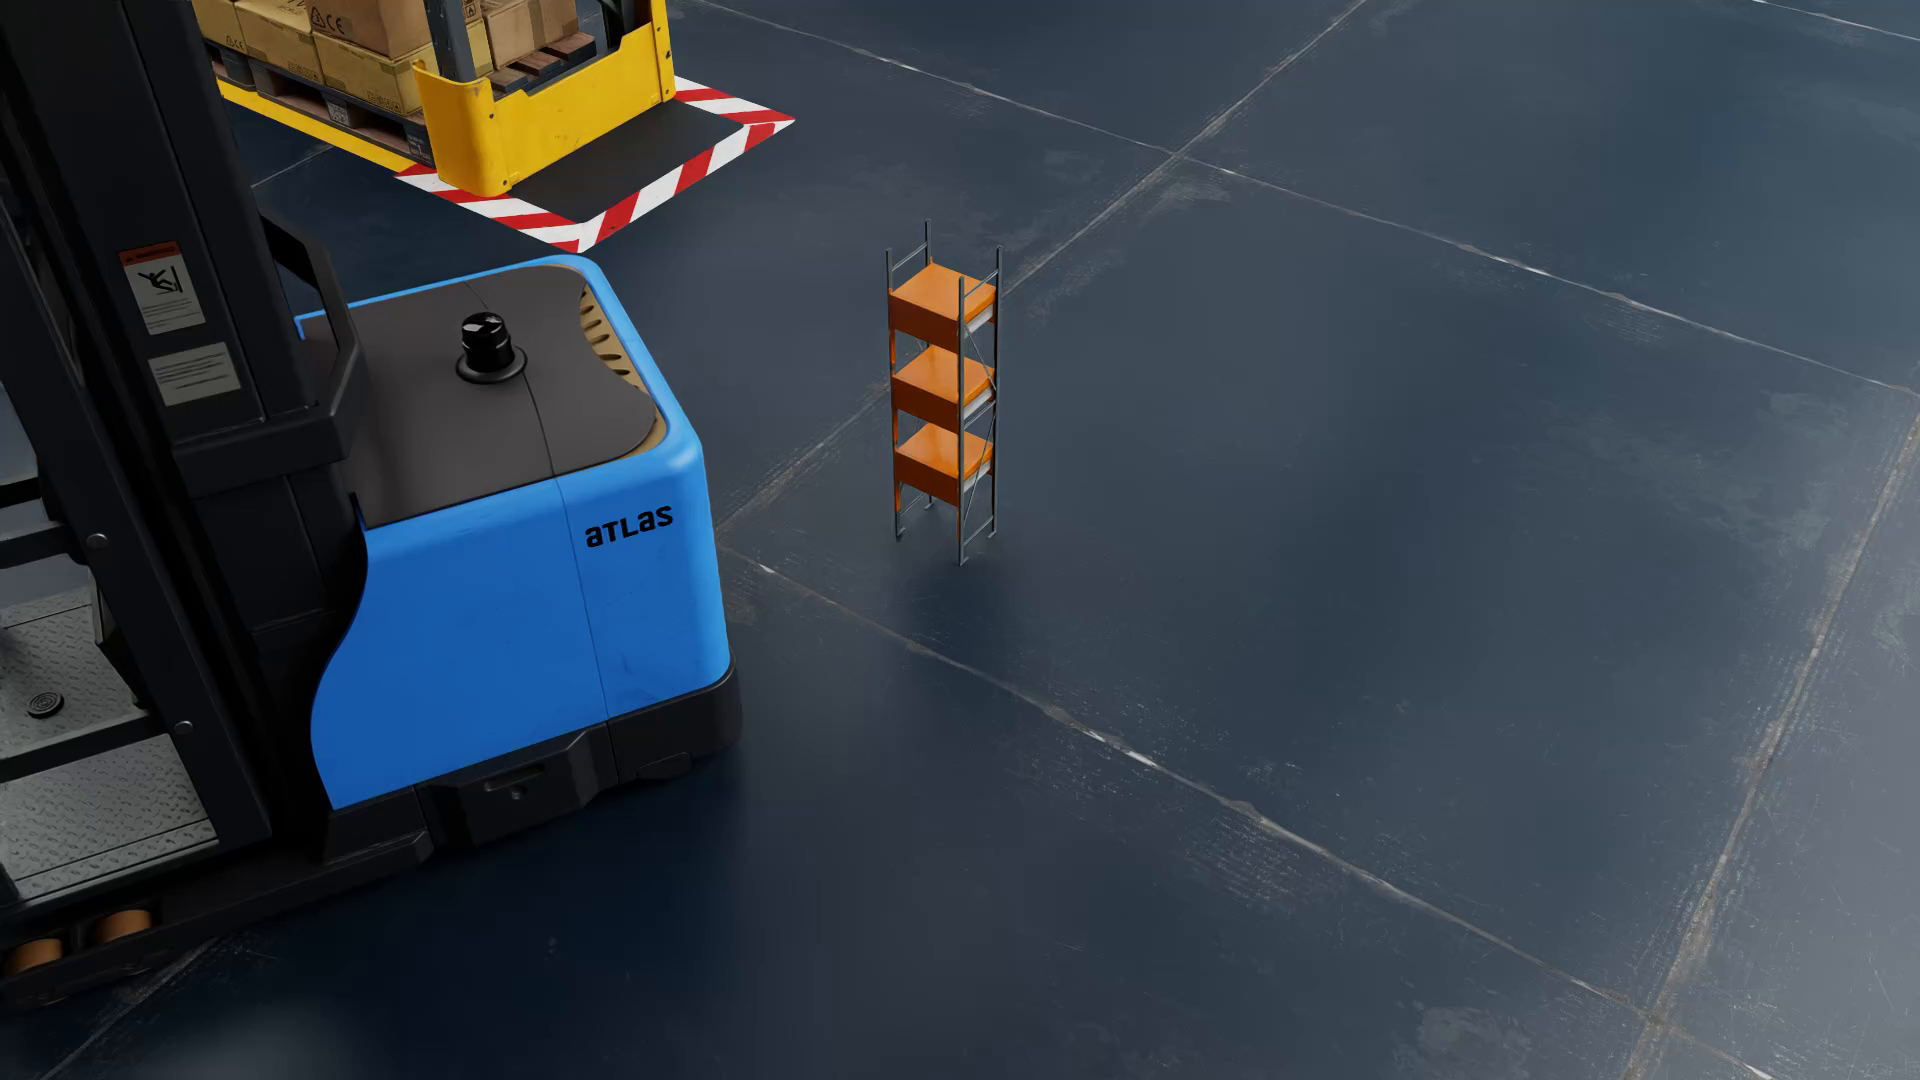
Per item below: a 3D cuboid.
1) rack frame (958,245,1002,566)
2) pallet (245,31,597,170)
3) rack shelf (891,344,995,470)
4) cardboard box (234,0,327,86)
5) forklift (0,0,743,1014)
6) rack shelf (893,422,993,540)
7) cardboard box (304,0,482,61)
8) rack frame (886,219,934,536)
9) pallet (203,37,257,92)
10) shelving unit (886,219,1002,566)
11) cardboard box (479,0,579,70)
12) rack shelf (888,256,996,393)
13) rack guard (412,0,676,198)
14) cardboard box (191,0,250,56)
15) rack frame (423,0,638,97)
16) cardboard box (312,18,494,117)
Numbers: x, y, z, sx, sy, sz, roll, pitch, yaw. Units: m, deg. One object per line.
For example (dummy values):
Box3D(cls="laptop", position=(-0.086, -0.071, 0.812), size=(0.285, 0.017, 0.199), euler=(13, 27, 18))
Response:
Box3D(cls="rack frame", position=(0.056, -0.365, 4.871), size=(0.008, 1.050, 0.200), euler=(25, 48, 25))
Box3D(cls="pallet", position=(-2.401, -2.128, 7.470), size=(1.213, 0.211, 1.003), euler=(25, 48, 25))
Box3D(cls="rack shelf", position=(-0.044, -0.404, 4.930), size=(0.240, 0.259, 0.215), euler=(25, 48, 25))
Box3D(cls="cardboard box", position=(-2.776, -2.258, 7.271), size=(0.500, 0.250, 0.500), euler=(25, 48, 25))
Box3D(cls="forklift", position=(-2.154, -0.379, 3.475), size=(3.031, 2.935, 1.130), euler=(-18, 45, -19))
Box3D(cls="rack shelf", position=(-0.044, -0.197, 5.115), size=(0.240, 0.259, 0.215), euler=(25, 48, 25))
Box3D(cls="cardboard box", position=(-2.361, -2.351, 6.813), size=(0.500, 0.500, 0.500), euler=(25, 48, 25))
Box3D(cls="rack frame", position=(-0.144, -0.458, 4.975), size=(0.008, 1.050, 0.200), euler=(25, 48, 25))
Box3D(cls="pallet", position=(-3.395, -2.596, 7.992), size=(1.213, 0.211, 1.003), euler=(25, 48, 25))
Box3D(cls="shelving unit", position=(-0.044, -0.412, 4.923), size=(0.252, 1.050, 0.215), euler=(25, 48, 25))
Box3D(cls="cardboard box", position=(-2.062, -2.356, 7.380), size=(0.500, 0.250, 0.500), euler=(25, 48, 25))
Box3D(cls="rack shelf", position=(-0.044, -0.615, 4.741), size=(0.240, 0.259, 0.215), euler=(25, 48, 25))
Box3D(cls="rack guard", position=(-1.731, -1.957, 7.062), size=(0.348, 0.500, 1.175), euler=(25, 48, 25))
Box3D(cls="cardboard box", position=(-3.186, -2.448, 7.484), size=(0.500, 0.250, 0.500), euler=(25, 48, 25))
Box3D(cls="rack frame", position=(-1.751, -2.897, 6.238), size=(0.127, 3.000, 1.000), euler=(25, 48, 25))
Box3D(cls="cardboard box", position=(-2.359, -2.073, 7.064), size=(0.500, 0.250, 0.500), euler=(25, 48, 25))
